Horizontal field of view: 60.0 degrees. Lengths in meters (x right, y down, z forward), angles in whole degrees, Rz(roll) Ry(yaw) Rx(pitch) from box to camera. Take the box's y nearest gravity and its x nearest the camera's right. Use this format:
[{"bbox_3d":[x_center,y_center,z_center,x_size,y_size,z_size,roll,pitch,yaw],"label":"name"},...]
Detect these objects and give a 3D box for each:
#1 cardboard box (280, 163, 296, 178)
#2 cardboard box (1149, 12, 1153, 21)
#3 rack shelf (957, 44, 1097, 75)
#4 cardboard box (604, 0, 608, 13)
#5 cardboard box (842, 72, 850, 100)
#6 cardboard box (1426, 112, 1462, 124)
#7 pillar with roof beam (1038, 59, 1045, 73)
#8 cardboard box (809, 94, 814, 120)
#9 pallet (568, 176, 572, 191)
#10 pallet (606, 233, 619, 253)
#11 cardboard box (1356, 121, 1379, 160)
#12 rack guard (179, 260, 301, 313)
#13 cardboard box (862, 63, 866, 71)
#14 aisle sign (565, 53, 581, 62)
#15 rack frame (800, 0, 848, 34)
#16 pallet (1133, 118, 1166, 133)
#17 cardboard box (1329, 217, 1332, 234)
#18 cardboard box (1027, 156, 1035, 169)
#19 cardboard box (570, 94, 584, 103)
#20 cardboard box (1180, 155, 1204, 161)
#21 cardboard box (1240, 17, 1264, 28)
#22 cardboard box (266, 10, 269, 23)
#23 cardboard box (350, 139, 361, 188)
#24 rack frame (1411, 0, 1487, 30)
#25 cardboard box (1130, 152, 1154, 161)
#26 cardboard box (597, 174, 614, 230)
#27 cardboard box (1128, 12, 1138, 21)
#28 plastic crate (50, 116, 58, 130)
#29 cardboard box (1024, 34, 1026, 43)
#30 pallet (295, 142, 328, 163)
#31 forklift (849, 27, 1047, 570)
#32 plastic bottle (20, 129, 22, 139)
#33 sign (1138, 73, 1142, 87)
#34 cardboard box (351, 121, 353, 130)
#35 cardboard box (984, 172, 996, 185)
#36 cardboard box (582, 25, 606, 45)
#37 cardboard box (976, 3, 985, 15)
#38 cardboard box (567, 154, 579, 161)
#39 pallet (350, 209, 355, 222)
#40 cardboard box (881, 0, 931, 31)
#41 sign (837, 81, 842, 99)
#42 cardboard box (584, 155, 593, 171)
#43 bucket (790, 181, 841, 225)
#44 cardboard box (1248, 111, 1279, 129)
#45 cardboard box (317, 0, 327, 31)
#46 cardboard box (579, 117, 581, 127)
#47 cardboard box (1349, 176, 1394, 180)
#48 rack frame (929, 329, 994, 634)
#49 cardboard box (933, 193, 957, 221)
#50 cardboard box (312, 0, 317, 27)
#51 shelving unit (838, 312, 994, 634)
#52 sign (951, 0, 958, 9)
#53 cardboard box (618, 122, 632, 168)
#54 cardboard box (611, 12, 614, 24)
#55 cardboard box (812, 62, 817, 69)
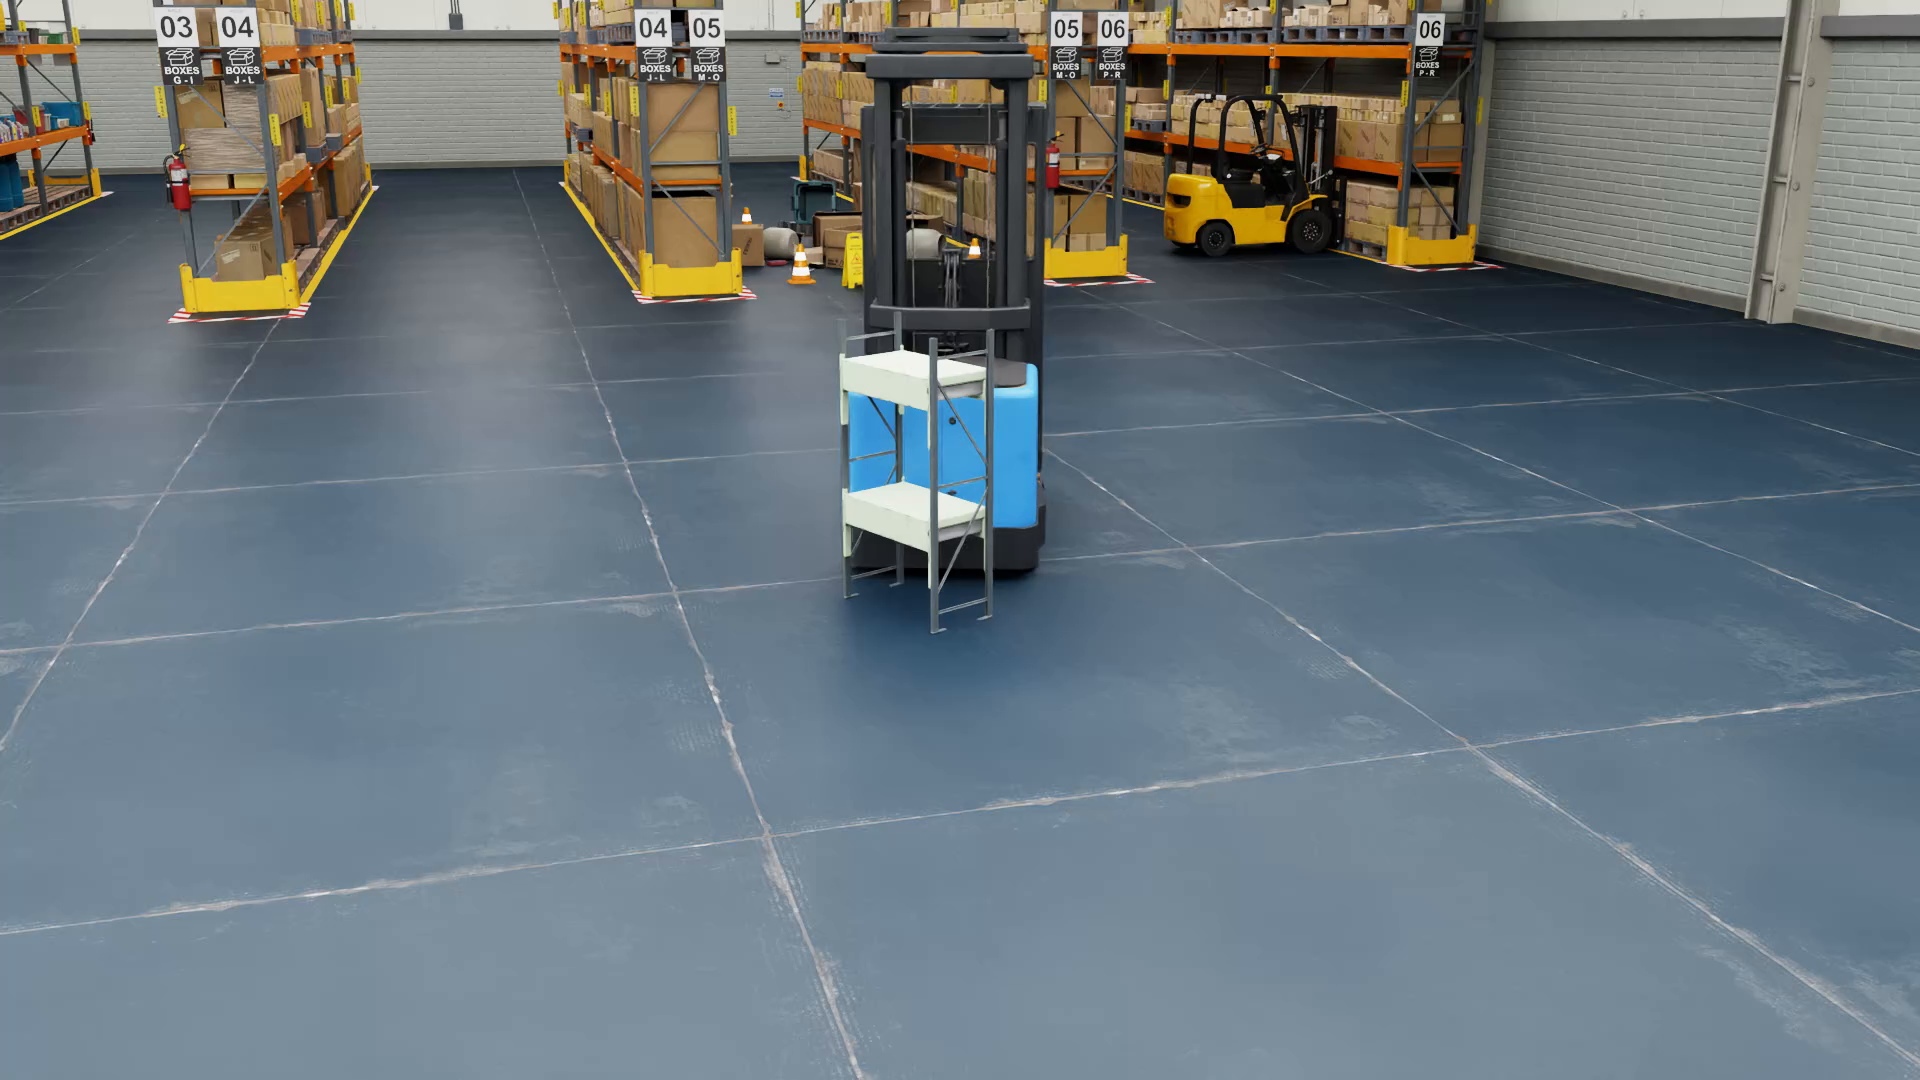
[{"bbox_3d":[-8.146,-4.405,19.839,0.380,0.149,0.250,-5,17,-15],"label":"cardboard box"},{"bbox_3d":[3.623,-9.389,29.831,0.380,0.149,0.250,-5,17,-16],"label":"cardboard box"},{"bbox_3d":[1.001,-6.434,22.193,1.077,0.370,4.000,-5,17,-15],"label":"rack shelf"},{"bbox_3d":[-4.415,-7.074,21.915,0.500,0.250,0.500,-5,17,-15],"label":"cardboard box"},{"bbox_3d":[-1.902,-8.490,31.090,0.500,0.500,0.500,-4,17,-15],"label":"cardboard box"},{"bbox_3d":[6.479,-5.655,22.262,0.380,0.149,0.250,-5,17,-17],"label":"cardboard box"},{"bbox_3d":[-2.088,-12.957,37.446,9.100,9.000,0.400,-5,17,-15],"label":"pillar with roof beam"},{"bbox_3d":[-2.824,-8.969,34.422,0.500,0.500,0.500,-5,17,-16],"label":"cardboard box"},{"bbox_3d":[-7.368,-7.211,33.590,1.003,0.211,1.213,-5,17,-15],"label":"pallet"},{"bbox_3d":[-4.564,-4.347,24.058,1.003,0.211,1.213,-5,17,-15],"label":"pallet"},{"bbox_3d":[5.801,-5.489,22.839,0.500,0.500,0.500,-4,17,-14],"label":"cardboard box"},{"bbox_3d":[-7.998,-2.829,18.500,1.175,0.500,0.348,-5,17,-15],"label":"rack guard"},{"bbox_3d":[-1.670,-9.123,32.068,0.380,0.149,0.250,-4,17,-14],"label":"cardboard box"},{"bbox_3d":[-7.886,-10.036,33.631,0.394,0.787,0.004,-5,17,-15],"label":"aisle sign"},{"bbox_3d":[-2.846,-12.087,34.549,1.000,3.000,0.127,-5,17,-15],"label":"rack frame"},{"bbox_3d":[3.870,-7.485,29.989,1.213,0.211,1.003,-5,17,-15],"label":"pallet"},{"bbox_3d":[5.469,-4.590,24.069,0.500,0.250,0.500,-4,17,-13],"label":"cardboard box"},{"bbox_3d":[1.066,-4.816,21.207,0.380,0.149,0.250,-5,17,-16],"label":"cardboard box"},{"bbox_3d":[-6.662,-7.761,29.248,0.380,0.149,0.250,-5,17,-15],"label":"cardboard box"},{"bbox_3d":[4.233,-6.954,30.375,0.380,0.149,0.250,-4,17,-14],"label":"cardboard box"},{"bbox_3d":[4.629,-8.134,26.135,0.380,0.149,0.250,-5,17,-15],"label":"cardboard box"},{"bbox_3d":[-8.066,-5.943,18.876,0.380,0.149,0.250,-5,17,-15],"label":"cardboard box"},{"bbox_3d":[-11.627,-6.946,30.824,0.875,0.875,0.875,-5,17,-15],"label":"cardboard box"},{"bbox_3d":[6.323,-8.055,21.126,1.000,3.000,0.127,-5,17,-15],"label":"rack frame"},{"bbox_3d":[3.407,-7.195,31.178,0.380,0.149,0.250,-6,18,-18],"label":"cardboard box"},{"bbox_3d":[-4.798,-5.031,24.667,1.050,0.750,0.750,-5,17,-15],"label":"cardboard box"},{"bbox_3d":[3.165,-9.670,30.733,0.380,0.149,0.250,-5,17,-15],"label":"cardboard box"},{"bbox_3d":[-16.326,-7.440,29.692,0.416,0.233,0.300,-5,17,-15],"label":"plastic crate"},{"bbox_3d":[1.038,-6.399,21.263,0.380,0.149,0.250,-5,17,-15],"label":"cardboard box"},{"bbox_3d":[-9.147,-5.242,22.524,1.003,0.211,1.213,-5,17,-15],"label":"pallet"},{"bbox_3d":[-0.026,-1.612,10.223,1.130,2.935,3.031,1,17,3],"label":"forklift"},{"bbox_3d":[-15.560,-6.724,27.468,0.097,0.201,0.097,0,17,0],"label":"plastic bottle"},{"bbox_3d":[3.557,-9.101,33.022,0.100,0.325,0.005,-5,17,-15],"label":"sign"},{"bbox_3d":[-11.256,-7.530,30.243,0.380,0.149,0.250,-5,17,-17],"label":"cardboard box"},{"bbox_3d":[0.551,-5.009,23.031,0.380,0.149,0.250,-4,17,-12],"label":"cardboard box"},{"bbox_3d":[-5.780,-8.204,26.663,0.500,0.500,0.500,-5,17,-15],"label":"cardboard box"},{"bbox_3d":[0.434,-7.262,22.750,0.380,0.149,0.250,-5,17,-16],"label":"cardboard box"},{"bbox_3d":[-7.760,-7.744,33.709,0.380,0.149,0.250,-6,18,-18],"label":"cardboard box"},{"bbox_3d":[-10.652,-5.443,27.706,1.003,0.211,1.213,-5,17,-15],"label":"pallet"},{"bbox_3d":[-0.896,-8.781,27.846,0.797,0.503,0.637,-6,18,-19],"label":"cardboard box"},{"bbox_3d":[-2.280,-8.516,31.446,0.100,0.325,0.005,-5,17,-15],"label":"sign"},{"bbox_3d":[-6.245,-6.538,28.814,0.500,0.250,0.500,-4,17,-13],"label":"cardboard box"},{"bbox_3d":[-2.026,-4.780,23.700,0.726,0.611,0.620,1,7,4],"label":"bucket"},{"bbox_3d":[4.842,-6.571,26.007,0.500,0.250,0.500,-5,17,-16],"label":"cardboard box"},{"bbox_3d":[-11.106,-8.850,28.083,0.700,0.500,0.500,-4,17,-14],"label":"cardboard box"},{"bbox_3d":[-6.023,-6.832,27.188,0.380,0.149,0.250,-5,17,-15],"label":"cardboard box"},{"bbox_3d":[5.970,-5.112,24.069,0.500,0.250,0.500,-5,17,-16],"label":"cardboard box"},{"bbox_3d":[0.011,-0.283,8.286,0.400,1.500,0.023,-14,22,-39],"label":"rack frame"},{"bbox_3d":[0.104,-5.181,25.823,0.950,0.372,0.625,-4,17,-12],"label":"cardboard box"},{"bbox_3d":[-9.804,-7.829,24.546,0.500,0.500,0.500,-4,17,-14],"label":"cardboard box"},{"bbox_3d":[-0.227,-0.363,8.552,0.431,1.500,0.755,-14,22,-39],"label":"shelving unit"},{"bbox_3d":[-0.081,-7.723,23.650,0.100,0.325,0.005,-5,17,-15],"label":"sign"},{"bbox_3d":[-3.959,-5.137,21.579,0.875,0.550,0.550,-5,17,-15],"label":"cardboard box"},{"bbox_3d":[-4.225,-6.632,21.135,0.380,0.149,0.250,-5,17,-16],"label":"cardboard box"},{"bbox_3d":[-2.823,-9.712,34.031,0.380,0.149,0.250,-5,18,-17],"label":"cardboard box"}]
